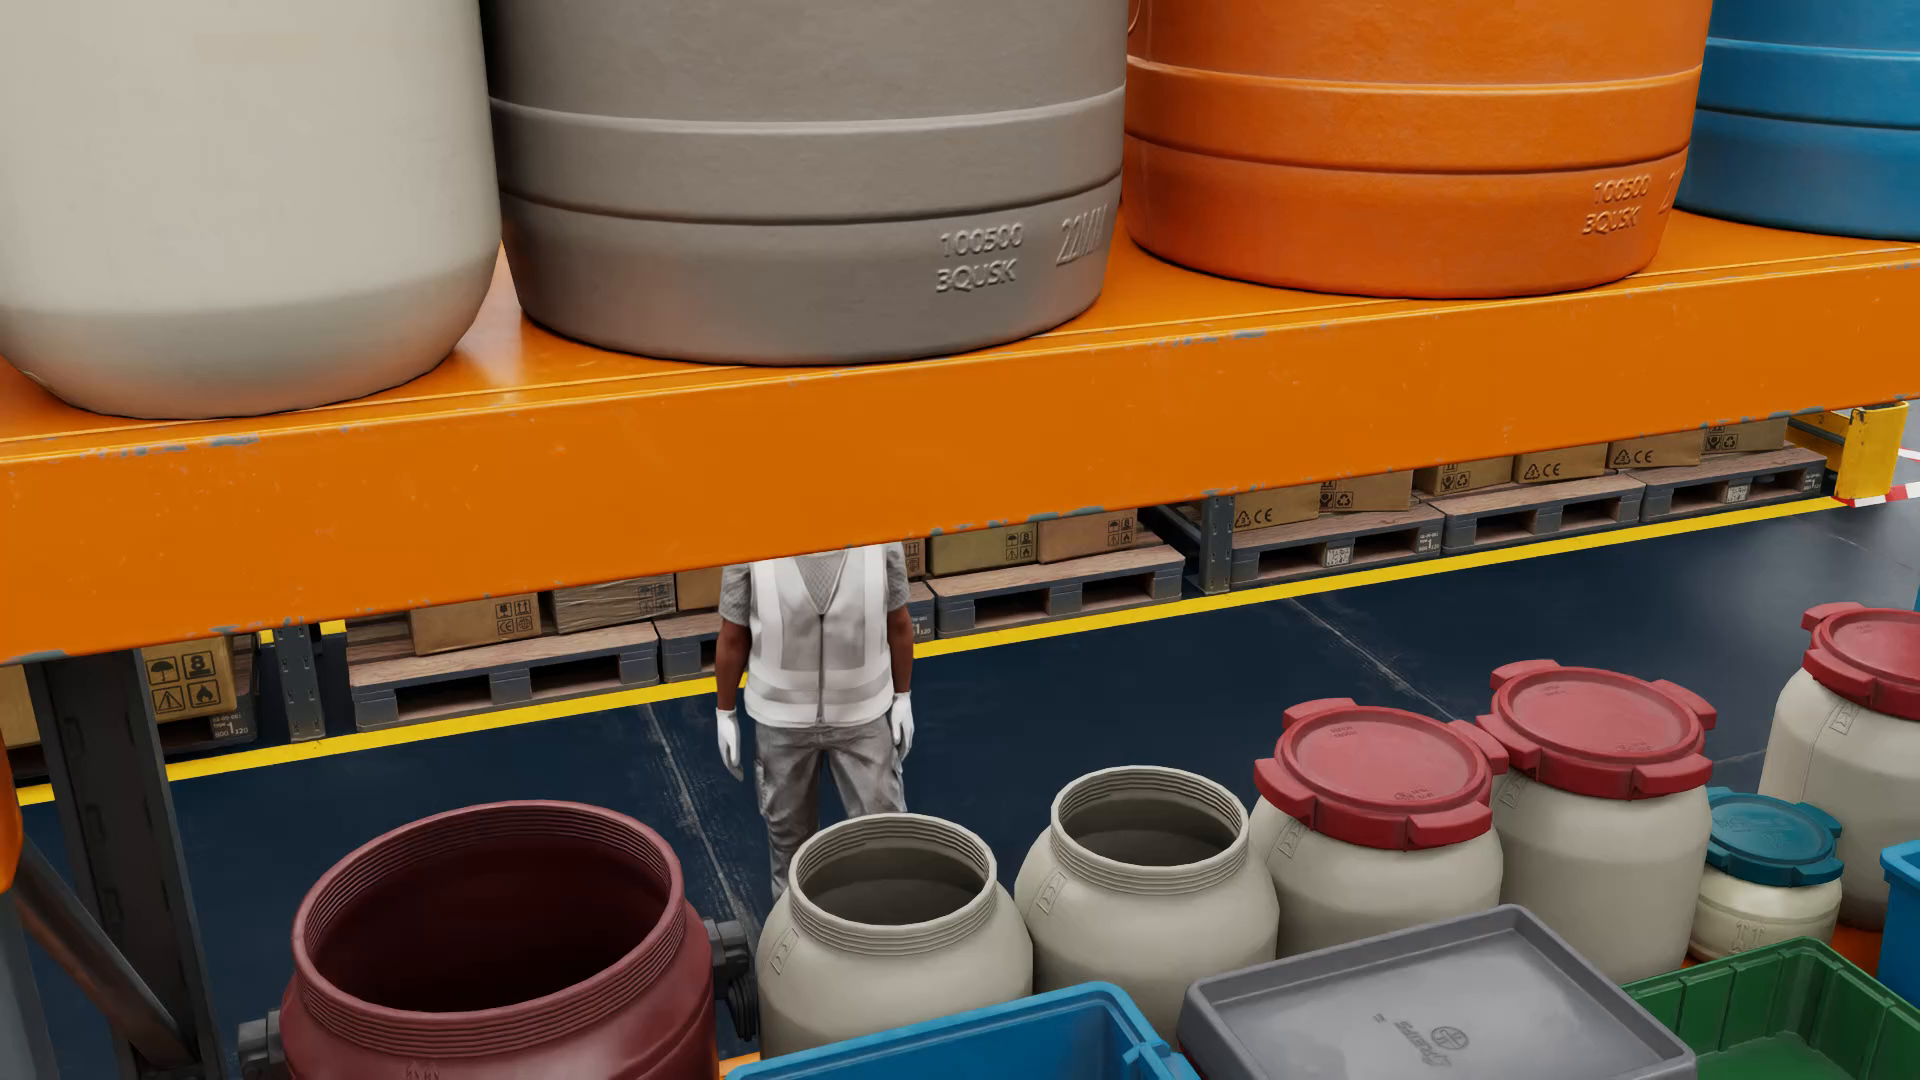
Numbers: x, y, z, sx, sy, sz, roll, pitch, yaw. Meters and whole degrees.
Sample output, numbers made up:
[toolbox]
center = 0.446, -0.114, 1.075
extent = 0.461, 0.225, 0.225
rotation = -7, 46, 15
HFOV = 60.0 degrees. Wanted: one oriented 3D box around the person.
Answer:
[person]
center = -0.413, 0.508, 4.808
extent = 0.578, 1.790, 0.460
rotation = -3, 22, -7
